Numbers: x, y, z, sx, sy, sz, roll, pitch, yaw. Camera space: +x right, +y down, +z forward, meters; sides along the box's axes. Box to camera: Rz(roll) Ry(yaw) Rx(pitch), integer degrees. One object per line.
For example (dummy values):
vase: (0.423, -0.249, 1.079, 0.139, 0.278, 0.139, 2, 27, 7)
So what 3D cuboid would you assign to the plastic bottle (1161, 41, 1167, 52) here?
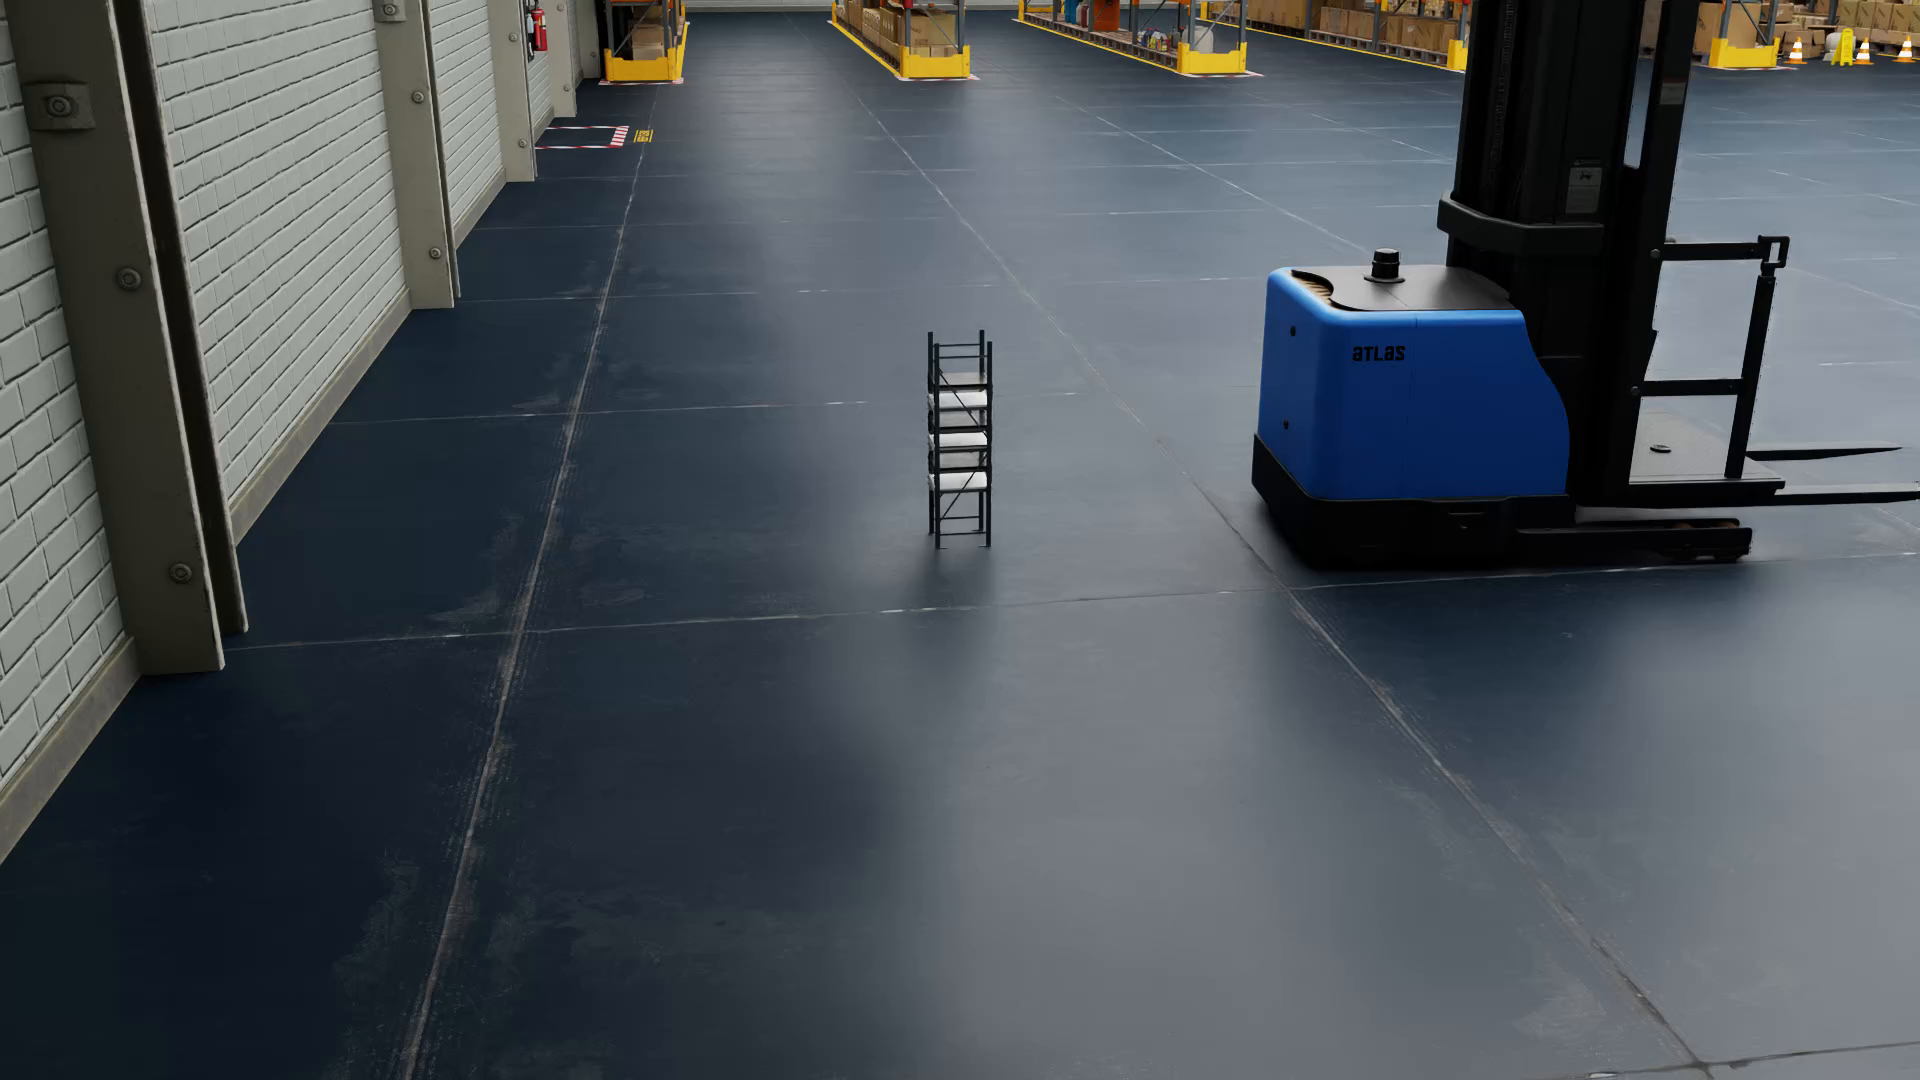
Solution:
plastic bottle: (3.771, -9.118, 30.711, 0.097, 0.201, 0.097, 0, 20, 0)

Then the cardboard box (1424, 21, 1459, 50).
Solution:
cardboard box: (9.106, -9.524, 31.402, 0.500, 0.500, 0.500, -1, 21, -3)

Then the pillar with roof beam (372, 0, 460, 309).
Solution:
pillar with roof beam: (0.564, -6.103, 10.695, 9.100, 9.000, 0.400, -3, 21, -8)

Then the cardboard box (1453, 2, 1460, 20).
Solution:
cardboard box: (12.408, -12.985, 40.667, 0.500, 0.500, 0.500, -2, 21, -6)

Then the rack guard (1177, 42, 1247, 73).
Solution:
rack guard: (4.412, -8.462, 29.157, 1.175, 0.500, 0.348, -3, 21, -8)

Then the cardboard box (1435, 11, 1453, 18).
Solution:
cardboard box: (12.170, -13.208, 41.767, 0.380, 0.149, 0.250, -3, 21, -7)

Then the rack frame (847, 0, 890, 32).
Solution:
rack frame: (-2.162, -13.515, 39.114, 1.000, 3.000, 0.127, -3, 21, -8)

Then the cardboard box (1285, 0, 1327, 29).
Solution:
cardboard box: (8.139, -12.070, 37.681, 1.225, 0.875, 0.875, -4, 21, -10)

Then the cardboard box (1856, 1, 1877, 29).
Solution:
cardboard box: (18.508, -10.600, 33.569, 0.500, 0.500, 0.500, -2, 21, -6)

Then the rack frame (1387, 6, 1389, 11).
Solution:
rack frame: (11.987, -15.613, 44.732, 1.000, 3.000, 0.127, -3, 21, -8)

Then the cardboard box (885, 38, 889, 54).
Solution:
cardboard box: (-1.108, -9.131, 30.706, 0.500, 0.250, 0.500, -3, 21, -8)

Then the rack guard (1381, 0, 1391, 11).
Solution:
rack guard: (11.998, -14.416, 45.099, 1.175, 0.500, 0.348, -3, 21, -8)

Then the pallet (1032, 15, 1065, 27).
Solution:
pallet: (2.416, -13.133, 42.077, 1.003, 0.211, 1.213, -3, 21, -8)

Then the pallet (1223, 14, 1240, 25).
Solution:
pallet: (7.430, -13.397, 42.785, 1.003, 0.211, 1.213, -3, 21, -8)

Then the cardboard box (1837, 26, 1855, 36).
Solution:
cardboard box: (18.419, -10.434, 34.195, 0.500, 0.250, 0.500, -4, 21, -10)

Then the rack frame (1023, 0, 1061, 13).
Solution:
rack frame: (2.163, -15.148, 43.487, 1.000, 3.000, 0.127, -3, 21, -8)

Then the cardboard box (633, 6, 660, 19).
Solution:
cardboard box: (-6.100, -10.287, 32.343, 0.500, 0.250, 0.500, -3, 21, -9)

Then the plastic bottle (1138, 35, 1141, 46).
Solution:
plastic bottle: (3.520, -9.721, 32.327, 0.097, 0.201, 0.097, 0, 20, 0)

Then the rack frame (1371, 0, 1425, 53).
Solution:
rack frame: (8.794, -11.243, 33.032, 1.000, 3.000, 0.127, -3, 21, -8)

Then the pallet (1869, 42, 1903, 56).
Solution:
pallet: (18.912, -9.783, 33.107, 1.003, 0.211, 1.213, -3, 21, -8)

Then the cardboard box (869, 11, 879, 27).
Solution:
cardboard box: (-1.571, -10.569, 33.755, 0.500, 0.311, 0.500, -3, 21, -8)

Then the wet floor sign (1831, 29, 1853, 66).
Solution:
wet floor sign: (16.257, -9.061, 30.553, 0.267, 0.644, 0.232, -7, 21, -17)

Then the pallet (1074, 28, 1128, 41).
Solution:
pallet: (3.162, -11.343, 37.285, 1.003, 0.211, 1.213, -3, 21, -8)

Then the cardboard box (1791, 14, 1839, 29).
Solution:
cardboard box: (18.416, -11.139, 35.909, 0.950, 0.372, 0.625, -2, 21, -4)

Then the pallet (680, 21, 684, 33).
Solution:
pallet: (-7.096, -12.225, 39.645, 1.003, 0.211, 1.213, -3, 21, -8)

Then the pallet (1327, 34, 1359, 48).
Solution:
pallet: (8.502, -10.630, 35.375, 1.003, 0.211, 1.213, -3, 21, -8)

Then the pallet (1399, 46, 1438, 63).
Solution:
pallet: (9.105, -9.283, 31.769, 1.003, 0.211, 1.213, -3, 21, -8)

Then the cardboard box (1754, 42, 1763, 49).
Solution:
cardboard box: (15.787, -9.675, 32.742, 0.396, 0.266, 0.258, 1, 20, 2)

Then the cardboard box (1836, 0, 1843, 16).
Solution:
cardboard box: (22.293, -13.428, 41.853, 0.500, 0.500, 0.500, -3, 21, -8)

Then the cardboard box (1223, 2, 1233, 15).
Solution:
cardboard box: (7.367, -14.067, 43.029, 0.875, 0.875, 0.875, -3, 21, -8)

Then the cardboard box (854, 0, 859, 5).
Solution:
cardboard box: (-2.117, -12.202, 37.470, 0.500, 0.250, 0.500, -3, 21, -9)

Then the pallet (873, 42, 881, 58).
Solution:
pallet: (-1.154, -9.692, 32.864, 1.003, 0.211, 1.213, -3, 21, -8)

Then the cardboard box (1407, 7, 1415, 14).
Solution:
cardboard box: (11.917, -13.837, 43.450, 0.380, 0.149, 0.250, -4, 21, -10)

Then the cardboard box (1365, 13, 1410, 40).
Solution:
cardboard box: (8.727, -10.492, 33.965, 0.700, 0.500, 0.500, -5, 21, -12)

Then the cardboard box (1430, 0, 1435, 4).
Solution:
cardboard box: (12.136, -13.651, 42.102, 0.380, 0.149, 0.250, -3, 21, -8)

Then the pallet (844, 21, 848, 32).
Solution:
pallet: (-2.260, -12.446, 40.239, 1.003, 0.211, 1.213, -3, 21, -8)

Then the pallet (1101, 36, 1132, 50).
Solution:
pallet: (3.562, -10.381, 34.707, 1.003, 0.211, 1.213, -3, 21, -8)

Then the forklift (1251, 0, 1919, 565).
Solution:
forklift: (2.895, -1.459, 6.934, 3.031, 2.935, 1.130, -2, 21, -4)

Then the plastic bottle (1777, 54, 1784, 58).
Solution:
plastic bottle: (15.871, -9.426, 32.366, 0.133, 0.061, 0.283, -11, 23, -26)

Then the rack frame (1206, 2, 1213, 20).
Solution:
rack frame: (7.065, -15.398, 44.156, 1.000, 3.000, 0.127, -3, 21, -8)

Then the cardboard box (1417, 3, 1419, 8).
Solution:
cardboard box: (12.086, -13.874, 43.126, 0.380, 0.149, 0.250, -2, 21, -5)

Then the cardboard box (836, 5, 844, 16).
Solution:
cardboard box: (-2.869, -13.442, 42.220, 0.500, 0.250, 0.500, -3, 21, -8)

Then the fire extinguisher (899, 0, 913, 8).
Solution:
fire extinguisher: (-0.875, -9.259, 27.831, 0.296, 0.674, 0.183, -3, 21, -8)

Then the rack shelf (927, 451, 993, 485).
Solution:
rack shelf: (-0.001, -0.309, 7.109, 0.258, 0.077, 0.200, -3, 21, -8)

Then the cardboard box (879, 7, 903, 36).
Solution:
cardboard box: (-1.252, -9.829, 31.502, 0.500, 0.500, 0.500, -3, 21, -8)

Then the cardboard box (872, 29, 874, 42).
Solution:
cardboard box: (-1.501, -10.135, 33.394, 0.500, 0.250, 0.500, -2, 21, -7)

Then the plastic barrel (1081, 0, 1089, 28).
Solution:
plastic barrel: (3.066, -12.005, 37.918, 0.600, 0.588, 0.708, -3, 21, -8)

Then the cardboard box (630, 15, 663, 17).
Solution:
cardboard box: (-6.191, -10.138, 33.017, 0.700, 0.500, 0.500, -3, 21, -7)

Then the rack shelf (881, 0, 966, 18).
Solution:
rack shelf: (-0.721, -9.716, 29.970, 1.077, 0.370, 4.000, -3, 21, -8)

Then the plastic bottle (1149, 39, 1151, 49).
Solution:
plastic bottle: (3.644, -9.424, 31.531, 0.097, 0.201, 0.097, 0, 20, 0)

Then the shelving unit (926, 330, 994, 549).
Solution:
shelving unit: (-0.001, -0.424, 7.066, 0.258, 0.900, 0.210, -3, 21, -8)

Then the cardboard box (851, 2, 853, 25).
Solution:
cardboard box: (-2.246, -12.186, 38.500, 0.500, 0.500, 0.500, -3, 21, -7)

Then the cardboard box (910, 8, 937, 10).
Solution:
cardboard box: (-0.665, -9.682, 31.109, 0.500, 0.500, 0.500, -3, 21, -8)
